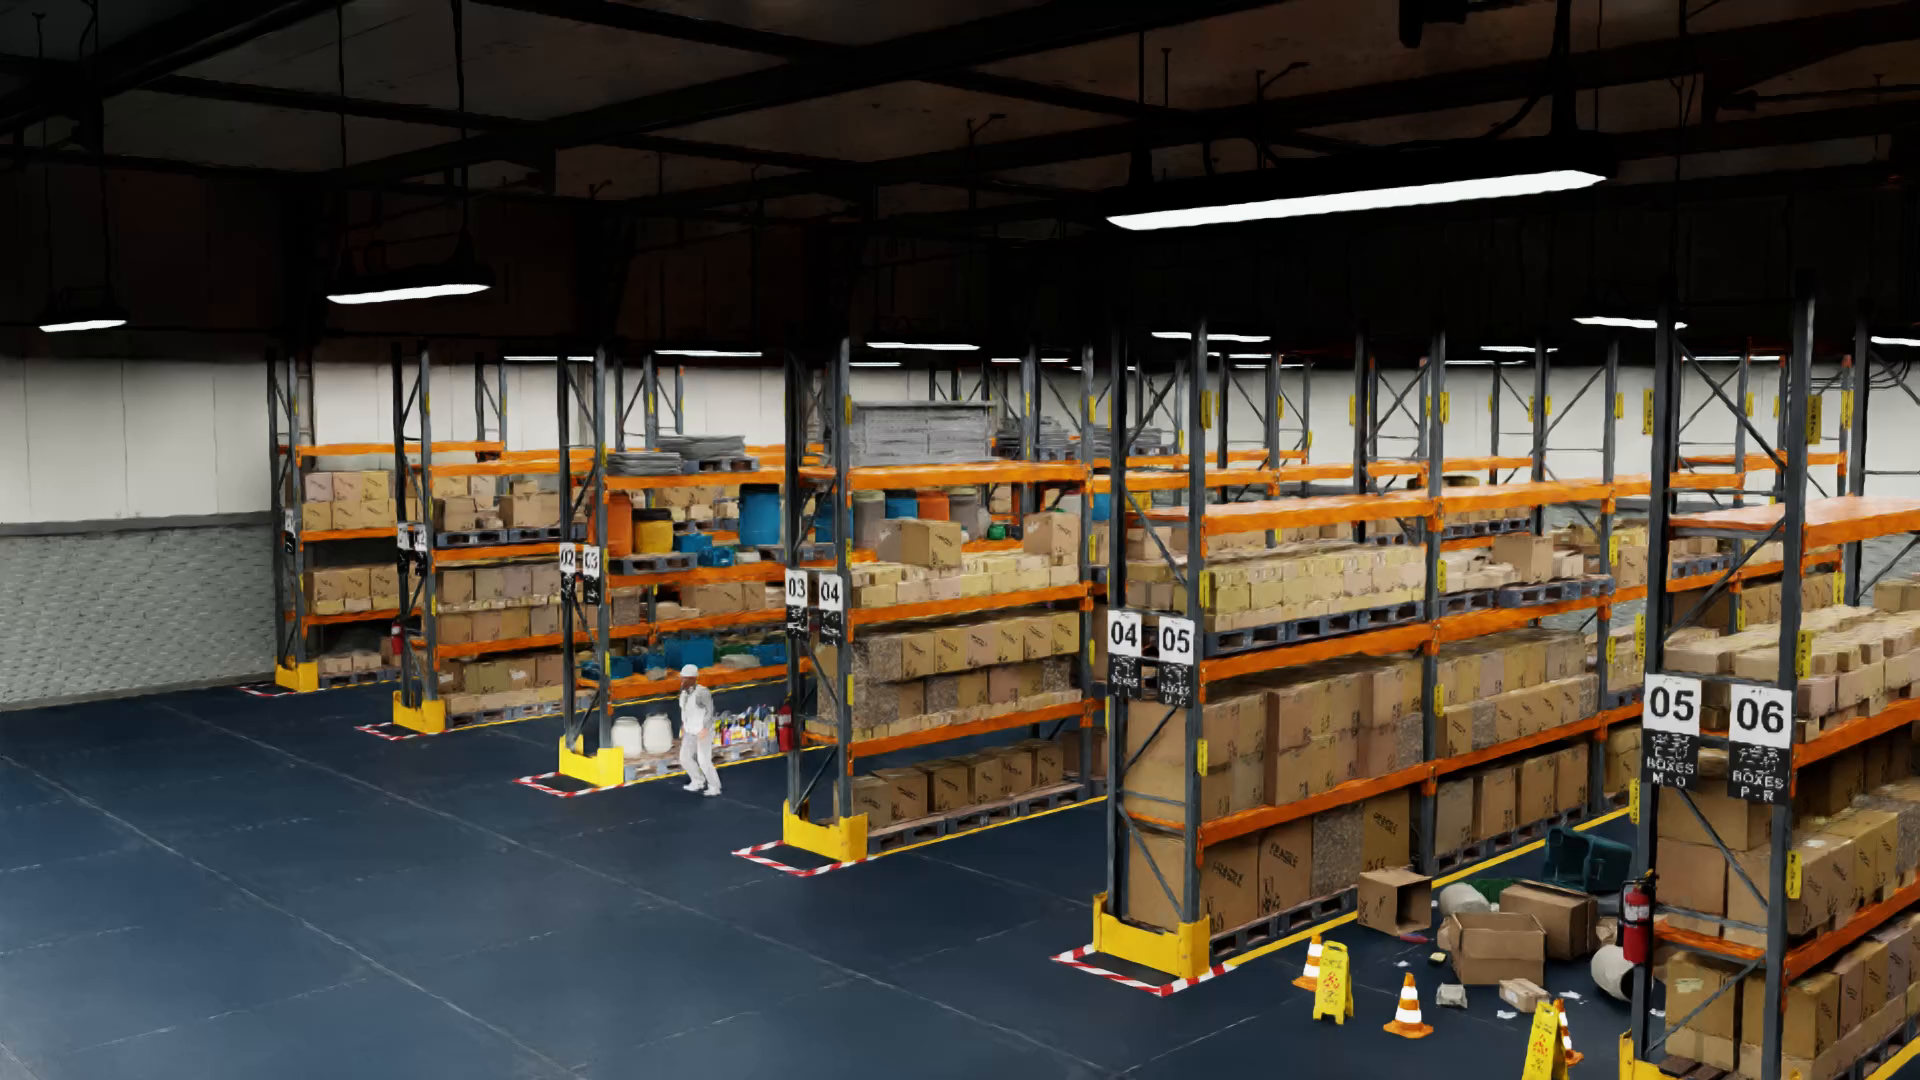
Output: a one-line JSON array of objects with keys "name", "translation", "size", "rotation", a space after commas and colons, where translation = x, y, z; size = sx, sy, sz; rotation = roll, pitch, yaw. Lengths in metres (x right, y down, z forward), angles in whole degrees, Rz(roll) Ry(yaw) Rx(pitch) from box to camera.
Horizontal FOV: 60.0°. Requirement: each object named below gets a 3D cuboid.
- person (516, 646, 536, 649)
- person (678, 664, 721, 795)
[{"name": "person", "translation": [-7.801, 1.805, 29.824], "size": [0.517, 1.581, 0.625], "rotation": [-5, 7, -45]}, {"name": "person", "translation": [-3.405, 2.448, 21.546], "size": [0.677, 1.726, 0.574], "rotation": [5, 7, 44]}]
